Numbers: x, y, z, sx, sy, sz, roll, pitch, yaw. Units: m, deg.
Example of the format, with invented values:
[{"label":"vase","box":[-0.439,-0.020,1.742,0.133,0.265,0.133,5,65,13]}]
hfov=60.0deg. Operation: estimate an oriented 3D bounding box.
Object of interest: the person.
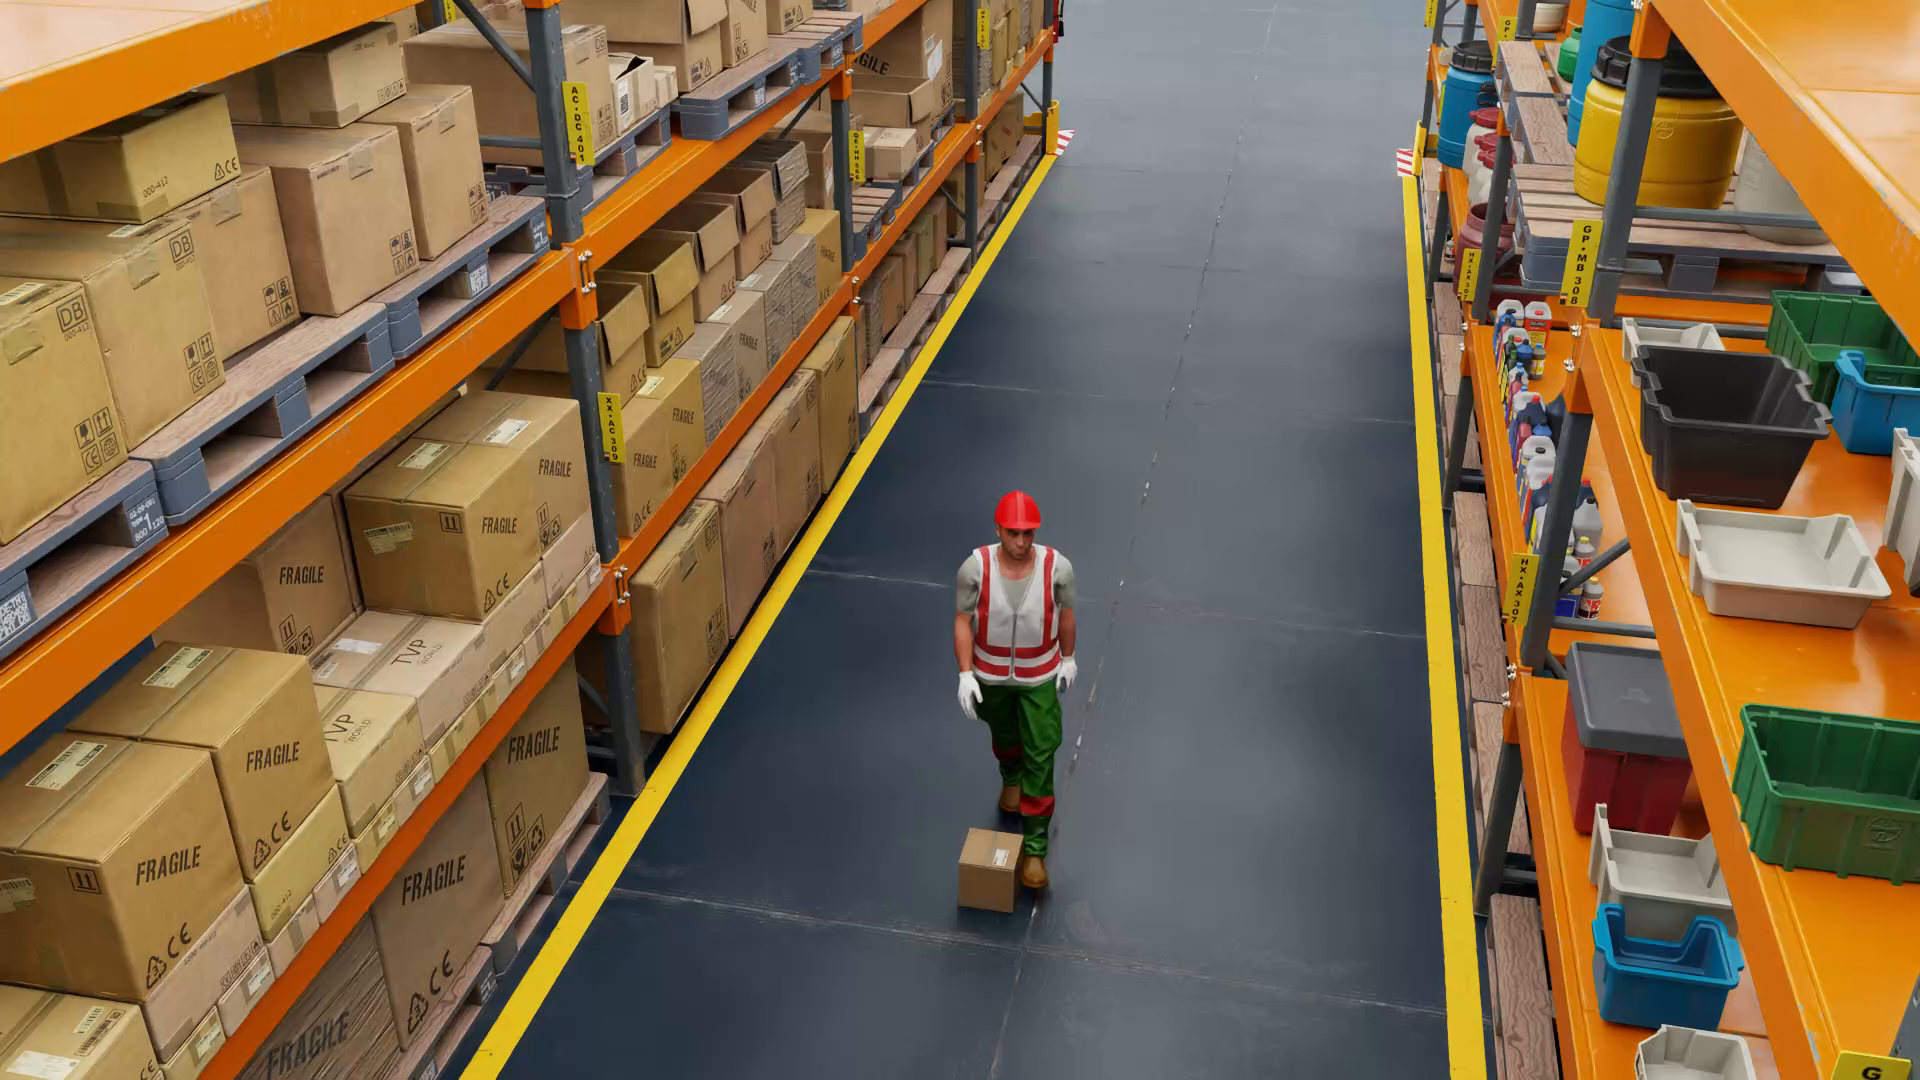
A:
[{"label":"person","box":[0.233,0.635,7.402,0.547,1.748,0.927,4,29,7]}]
